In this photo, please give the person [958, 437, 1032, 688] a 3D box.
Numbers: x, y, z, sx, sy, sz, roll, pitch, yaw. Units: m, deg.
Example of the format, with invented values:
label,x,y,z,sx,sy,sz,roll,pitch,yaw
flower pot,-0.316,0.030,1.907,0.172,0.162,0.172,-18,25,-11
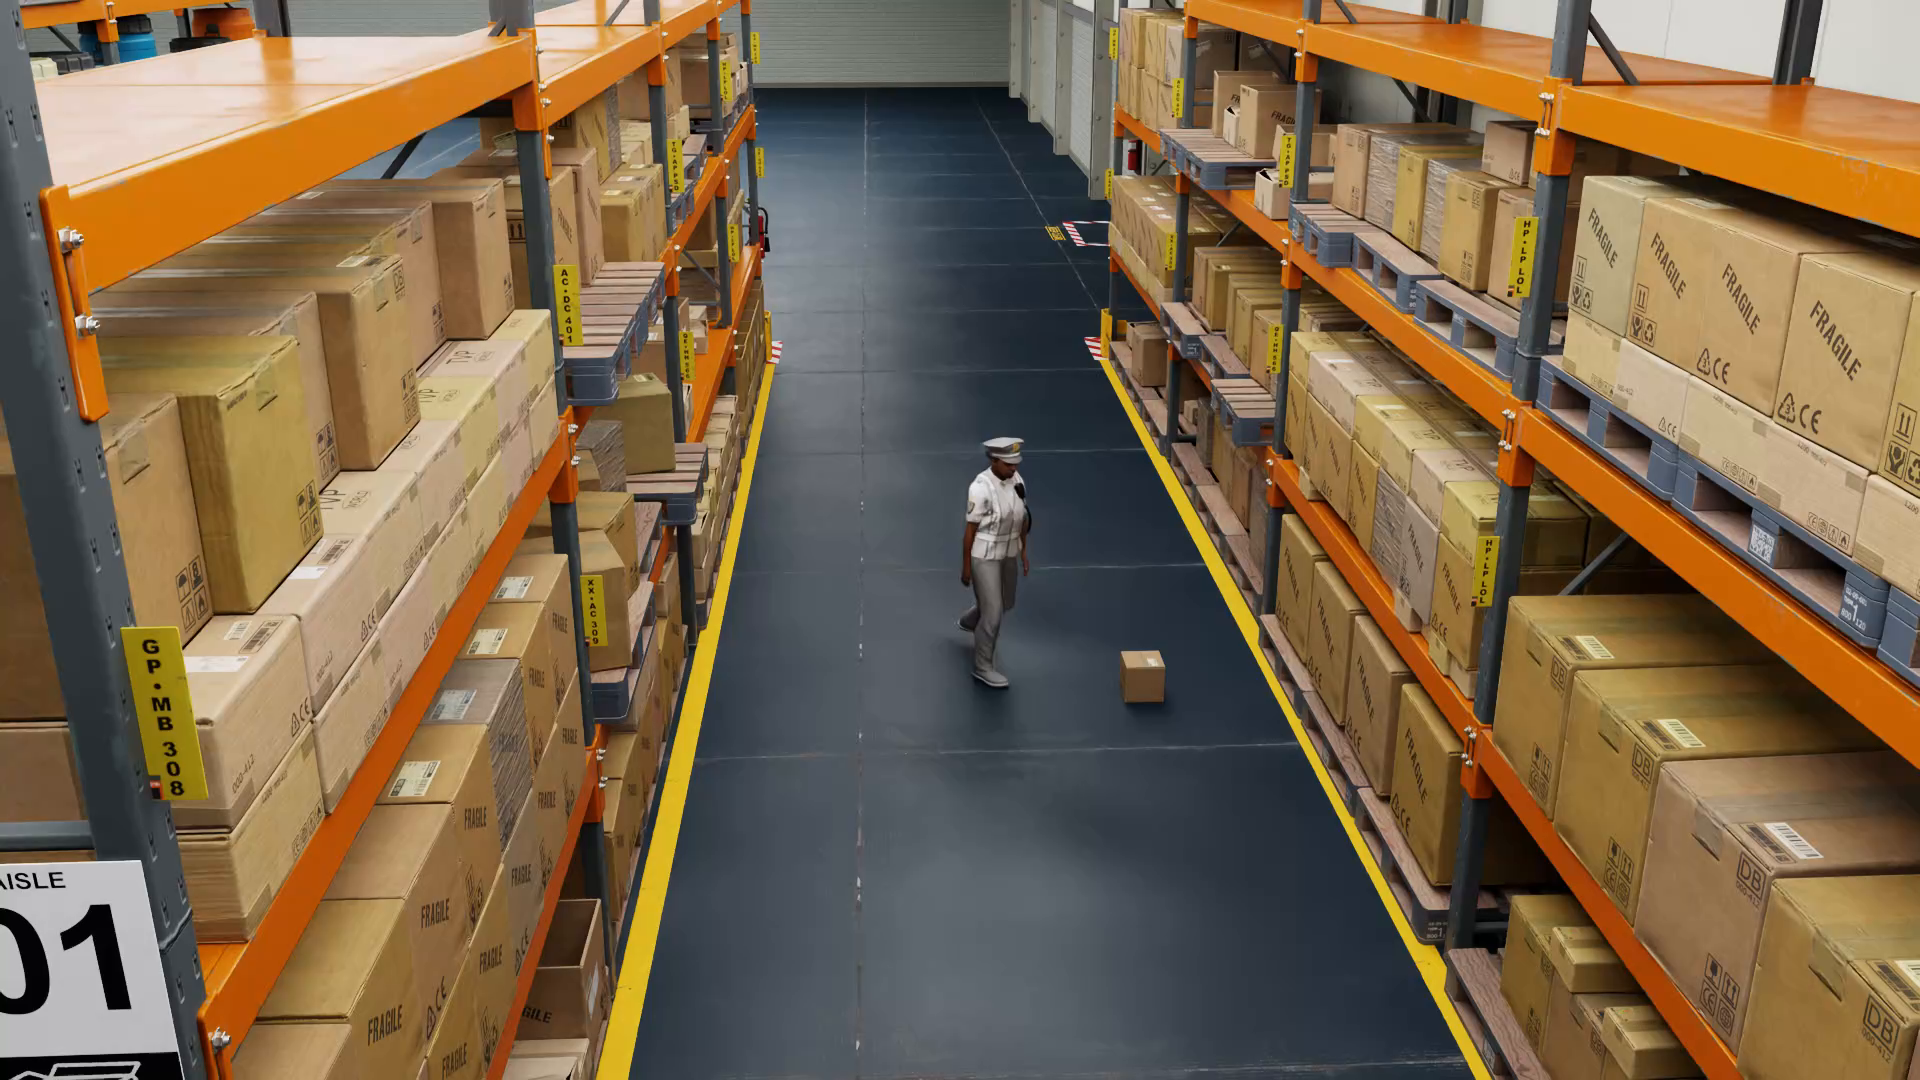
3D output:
label,x,y,z,sx,sy,sz,roll,pitch,yaw
person,0.178,0.069,10.914,0.542,1.623,0.746,-18,27,-40
